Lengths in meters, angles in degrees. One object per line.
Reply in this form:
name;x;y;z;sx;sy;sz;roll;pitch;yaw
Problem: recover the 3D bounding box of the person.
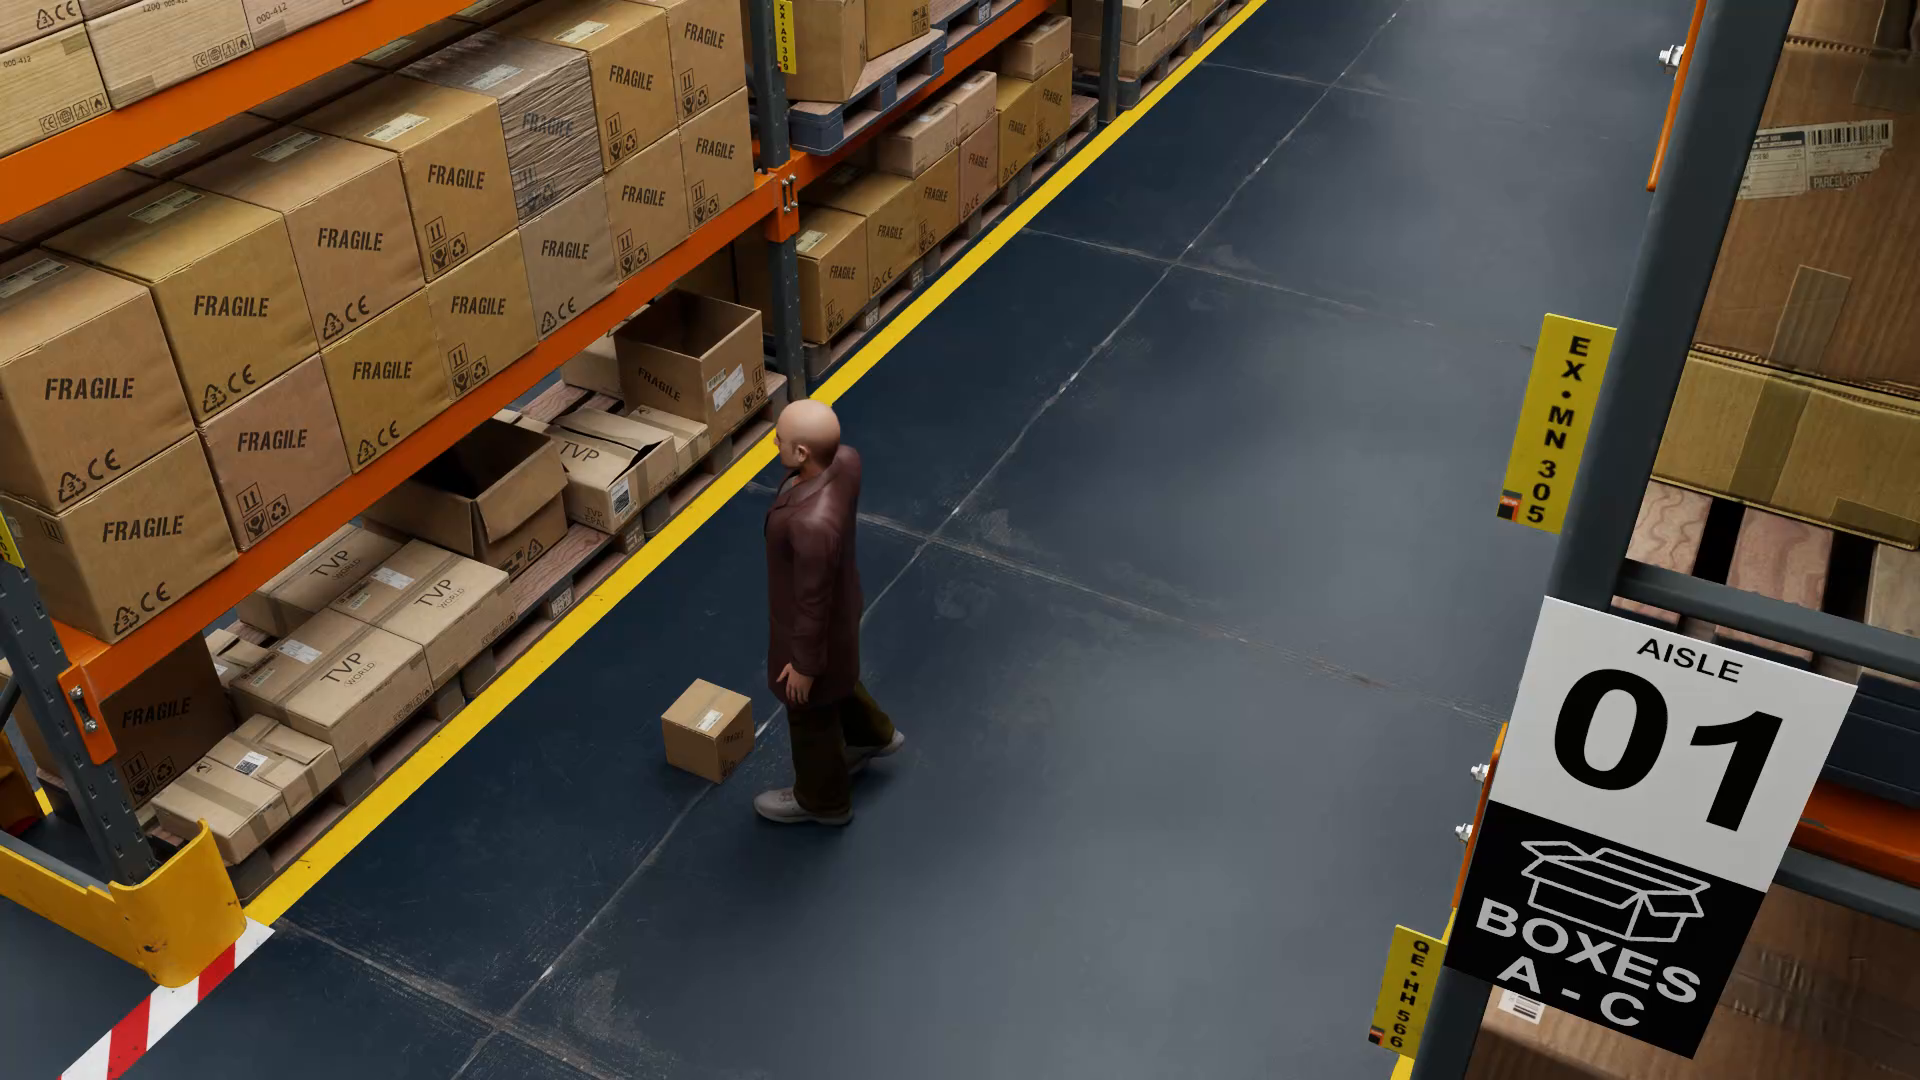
person;-0.503;0.291;5.789;0.515;1.816;0.620;6;38;8
